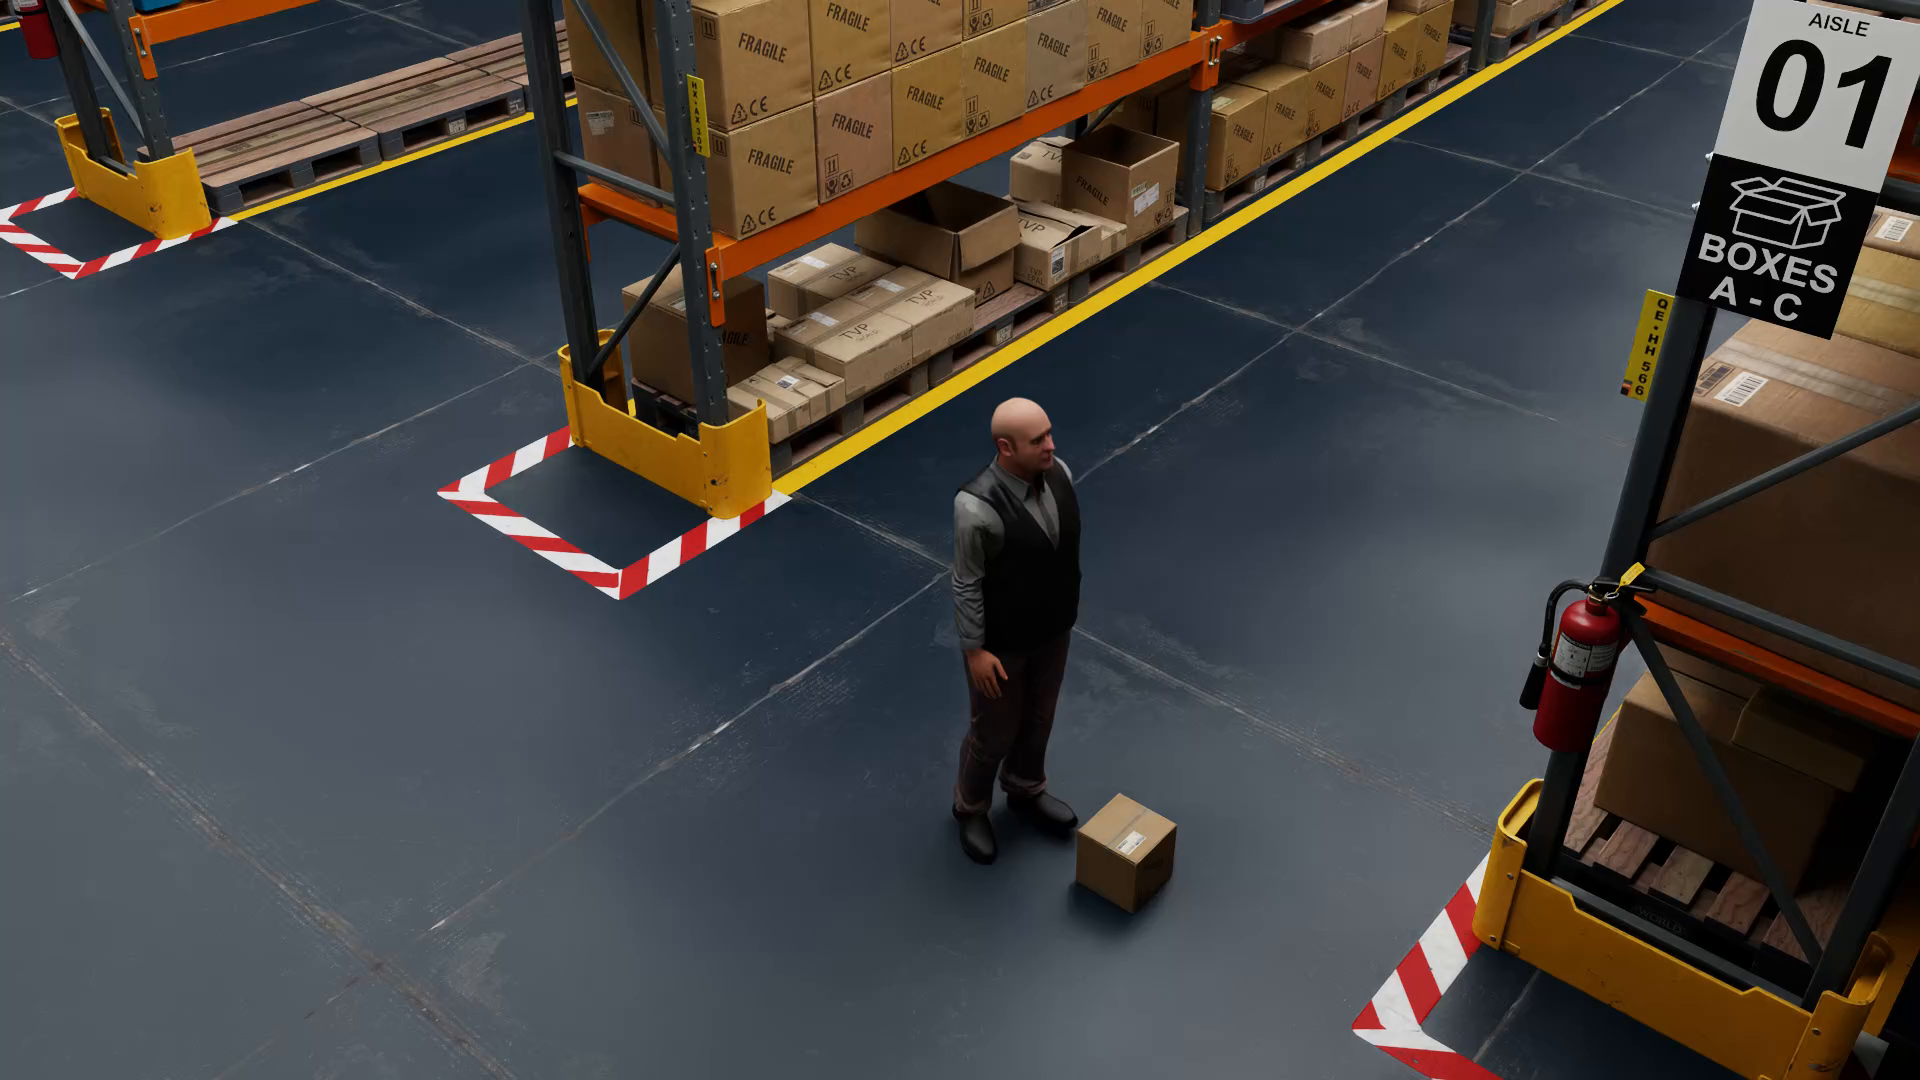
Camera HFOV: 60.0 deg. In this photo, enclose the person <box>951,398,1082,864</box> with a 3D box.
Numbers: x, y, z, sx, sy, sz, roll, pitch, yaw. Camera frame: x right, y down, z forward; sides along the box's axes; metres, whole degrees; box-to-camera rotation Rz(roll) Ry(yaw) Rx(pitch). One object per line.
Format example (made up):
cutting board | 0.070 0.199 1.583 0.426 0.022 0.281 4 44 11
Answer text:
person | 0.220 0.319 5.682 0.565 1.747 0.405 -29 44 -35
